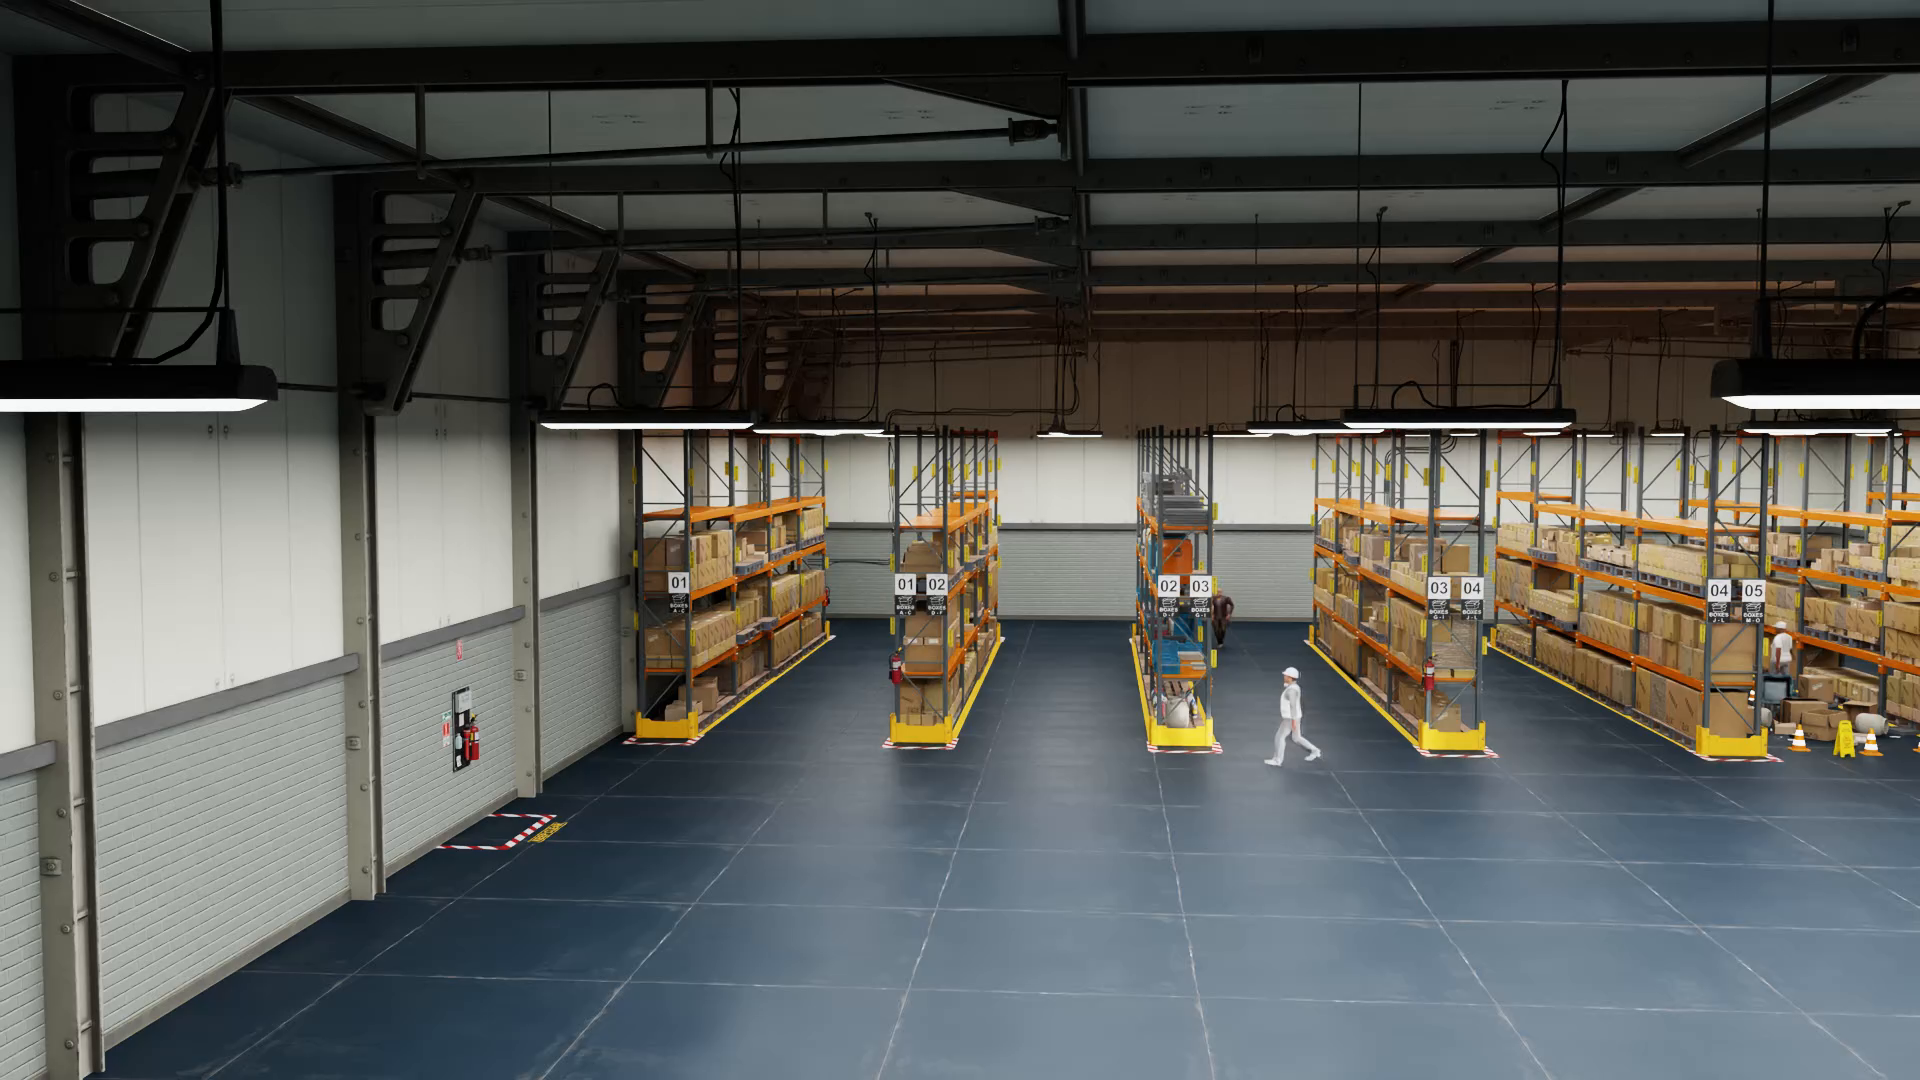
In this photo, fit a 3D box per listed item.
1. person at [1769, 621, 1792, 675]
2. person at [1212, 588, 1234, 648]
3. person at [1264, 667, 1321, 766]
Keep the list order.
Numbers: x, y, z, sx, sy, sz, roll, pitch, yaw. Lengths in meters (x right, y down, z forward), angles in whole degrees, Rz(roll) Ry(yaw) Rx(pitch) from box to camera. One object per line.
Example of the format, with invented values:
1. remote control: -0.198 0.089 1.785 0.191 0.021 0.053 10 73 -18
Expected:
1. person: 17.959 2.686 36.278 0.534 1.808 0.602 0 3 -7
2. person: 7.181 2.138 45.809 0.753 1.686 0.640 1 4 14
3. person: 5.840 3.098 29.149 0.999 1.738 0.542 0 3 8
